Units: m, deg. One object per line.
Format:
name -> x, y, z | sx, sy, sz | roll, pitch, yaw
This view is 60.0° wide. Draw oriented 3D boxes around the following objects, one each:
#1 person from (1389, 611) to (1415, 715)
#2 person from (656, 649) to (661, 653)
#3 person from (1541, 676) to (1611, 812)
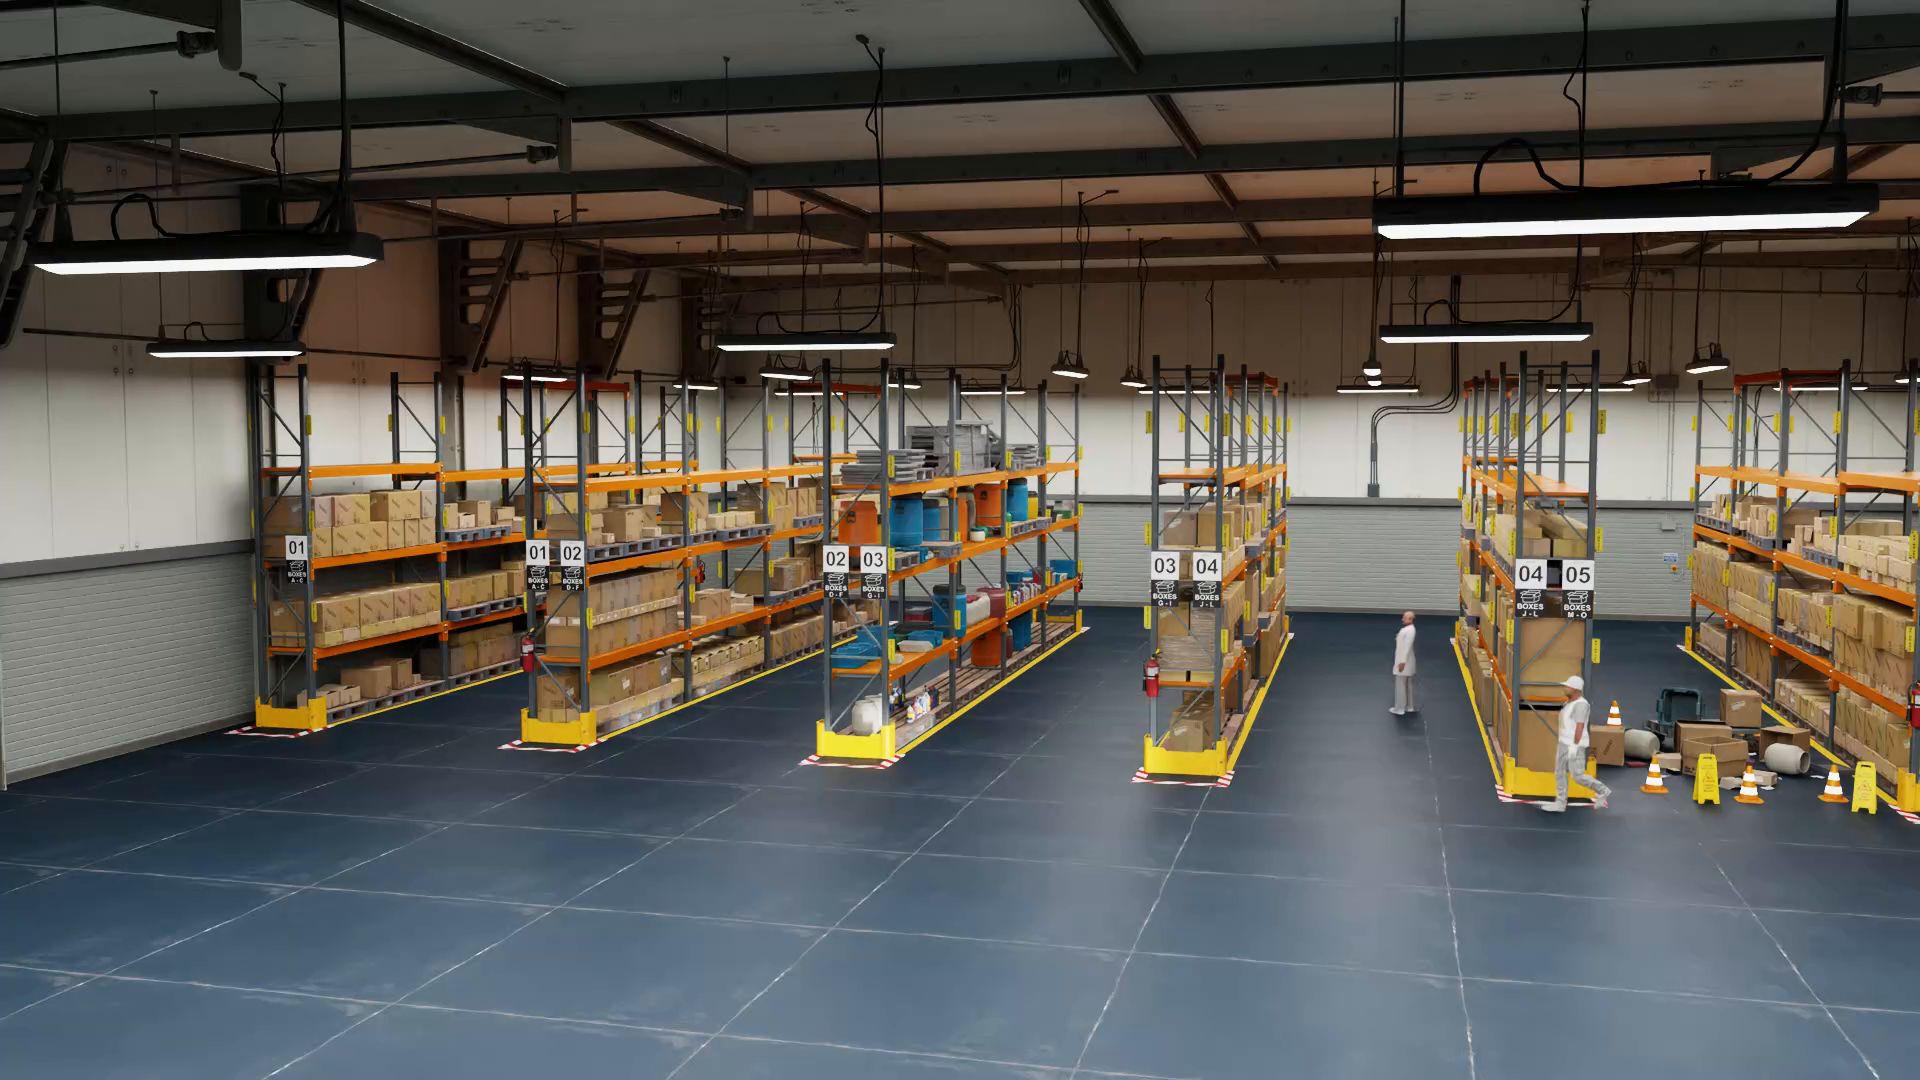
person -> 7.712, 2.127, 28.889 | 0.458, 1.786, 0.596 | 3, 5, 32
person -> -6.105, 1.901, 33.643 | 0.446, 1.601, 0.566 | -4, 5, -42
person -> 7.943, 2.634, 21.415 | 0.816, 1.777, 0.521 | -1, 4, -10
